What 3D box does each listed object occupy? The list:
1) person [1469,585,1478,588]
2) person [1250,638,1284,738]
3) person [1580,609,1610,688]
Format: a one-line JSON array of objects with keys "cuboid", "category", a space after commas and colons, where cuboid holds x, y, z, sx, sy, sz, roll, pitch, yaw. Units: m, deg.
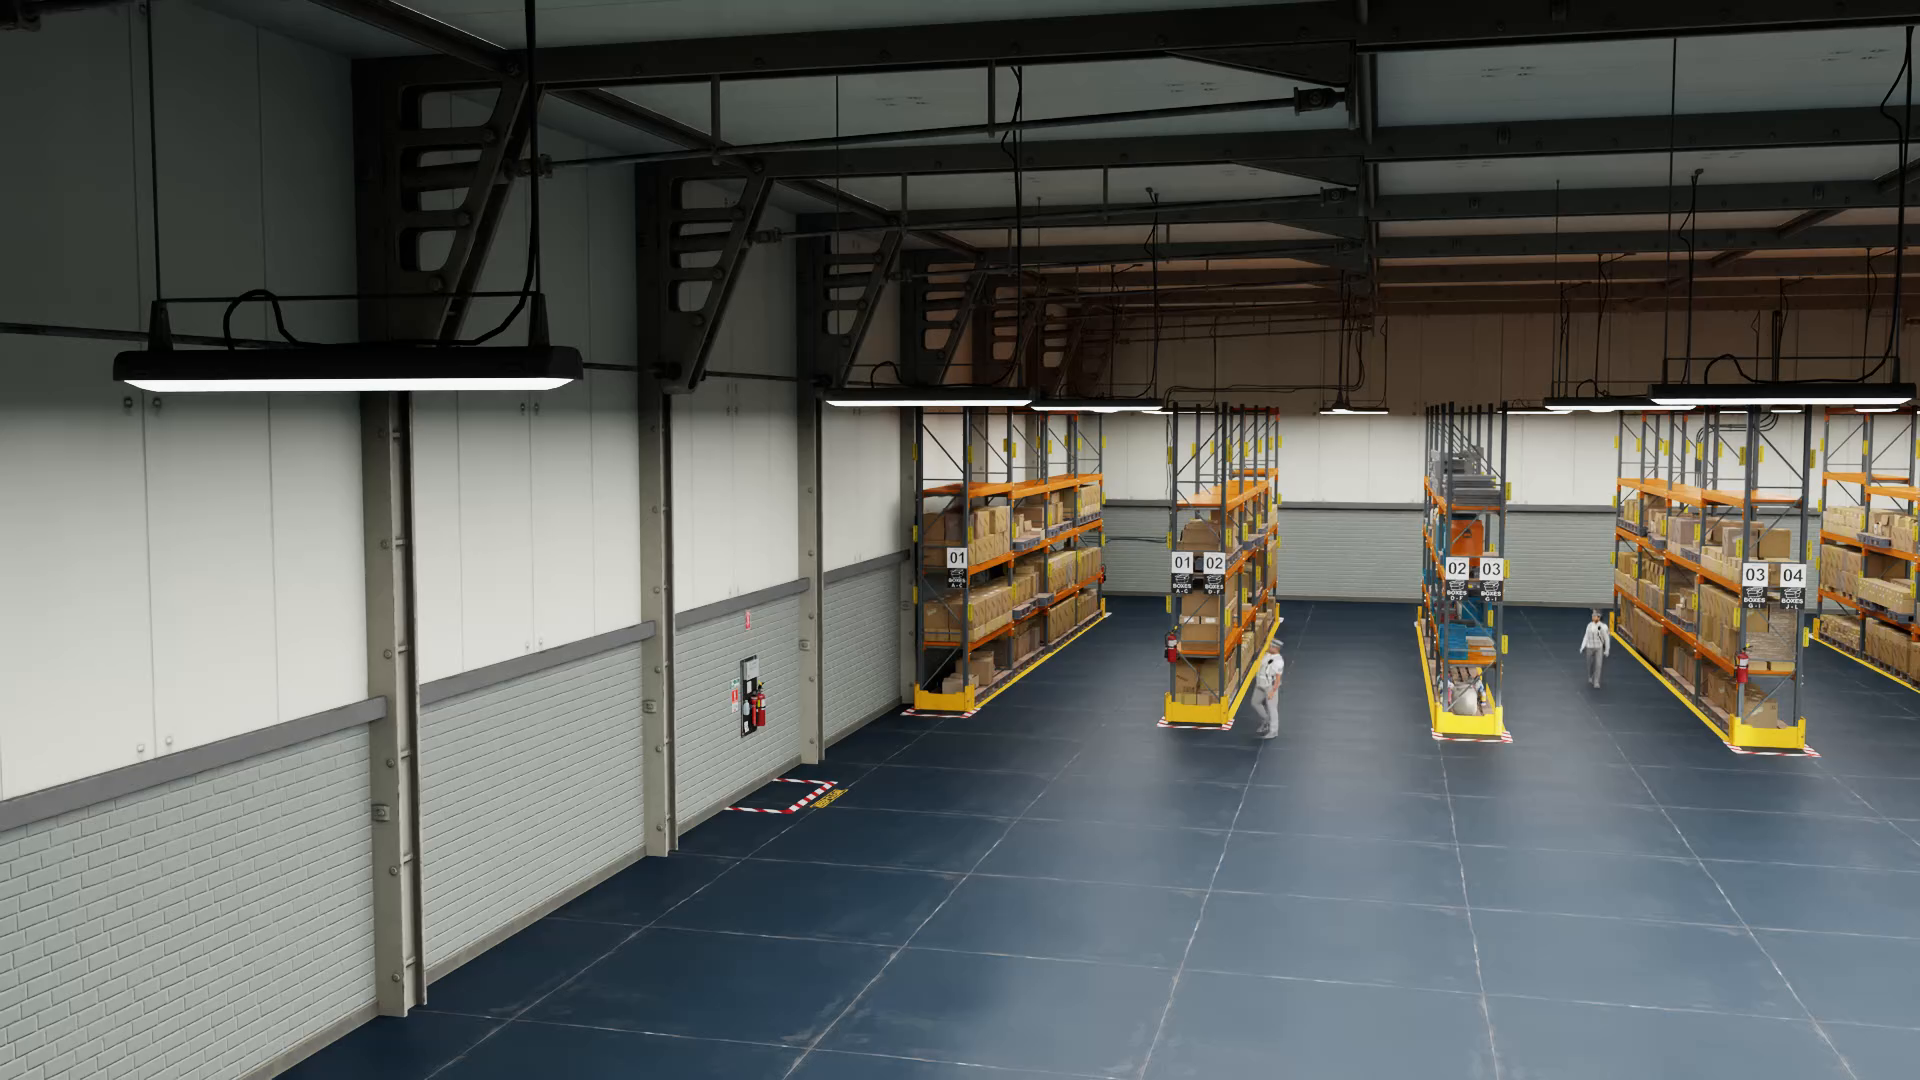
[{"cuboid": [14.973, 1.217, 49.001, 0.585, 1.807, 0.445, 0, 4, 1], "category": "person"}, {"cuboid": [5.519, 2.639, 29.846, 0.490, 1.779, 0.652, -3, 5, -32], "category": "person"}, {"cuboid": [13.469, 2.290, 35.266, 0.578, 1.646, 0.957, 2, 5, 22], "category": "person"}]
